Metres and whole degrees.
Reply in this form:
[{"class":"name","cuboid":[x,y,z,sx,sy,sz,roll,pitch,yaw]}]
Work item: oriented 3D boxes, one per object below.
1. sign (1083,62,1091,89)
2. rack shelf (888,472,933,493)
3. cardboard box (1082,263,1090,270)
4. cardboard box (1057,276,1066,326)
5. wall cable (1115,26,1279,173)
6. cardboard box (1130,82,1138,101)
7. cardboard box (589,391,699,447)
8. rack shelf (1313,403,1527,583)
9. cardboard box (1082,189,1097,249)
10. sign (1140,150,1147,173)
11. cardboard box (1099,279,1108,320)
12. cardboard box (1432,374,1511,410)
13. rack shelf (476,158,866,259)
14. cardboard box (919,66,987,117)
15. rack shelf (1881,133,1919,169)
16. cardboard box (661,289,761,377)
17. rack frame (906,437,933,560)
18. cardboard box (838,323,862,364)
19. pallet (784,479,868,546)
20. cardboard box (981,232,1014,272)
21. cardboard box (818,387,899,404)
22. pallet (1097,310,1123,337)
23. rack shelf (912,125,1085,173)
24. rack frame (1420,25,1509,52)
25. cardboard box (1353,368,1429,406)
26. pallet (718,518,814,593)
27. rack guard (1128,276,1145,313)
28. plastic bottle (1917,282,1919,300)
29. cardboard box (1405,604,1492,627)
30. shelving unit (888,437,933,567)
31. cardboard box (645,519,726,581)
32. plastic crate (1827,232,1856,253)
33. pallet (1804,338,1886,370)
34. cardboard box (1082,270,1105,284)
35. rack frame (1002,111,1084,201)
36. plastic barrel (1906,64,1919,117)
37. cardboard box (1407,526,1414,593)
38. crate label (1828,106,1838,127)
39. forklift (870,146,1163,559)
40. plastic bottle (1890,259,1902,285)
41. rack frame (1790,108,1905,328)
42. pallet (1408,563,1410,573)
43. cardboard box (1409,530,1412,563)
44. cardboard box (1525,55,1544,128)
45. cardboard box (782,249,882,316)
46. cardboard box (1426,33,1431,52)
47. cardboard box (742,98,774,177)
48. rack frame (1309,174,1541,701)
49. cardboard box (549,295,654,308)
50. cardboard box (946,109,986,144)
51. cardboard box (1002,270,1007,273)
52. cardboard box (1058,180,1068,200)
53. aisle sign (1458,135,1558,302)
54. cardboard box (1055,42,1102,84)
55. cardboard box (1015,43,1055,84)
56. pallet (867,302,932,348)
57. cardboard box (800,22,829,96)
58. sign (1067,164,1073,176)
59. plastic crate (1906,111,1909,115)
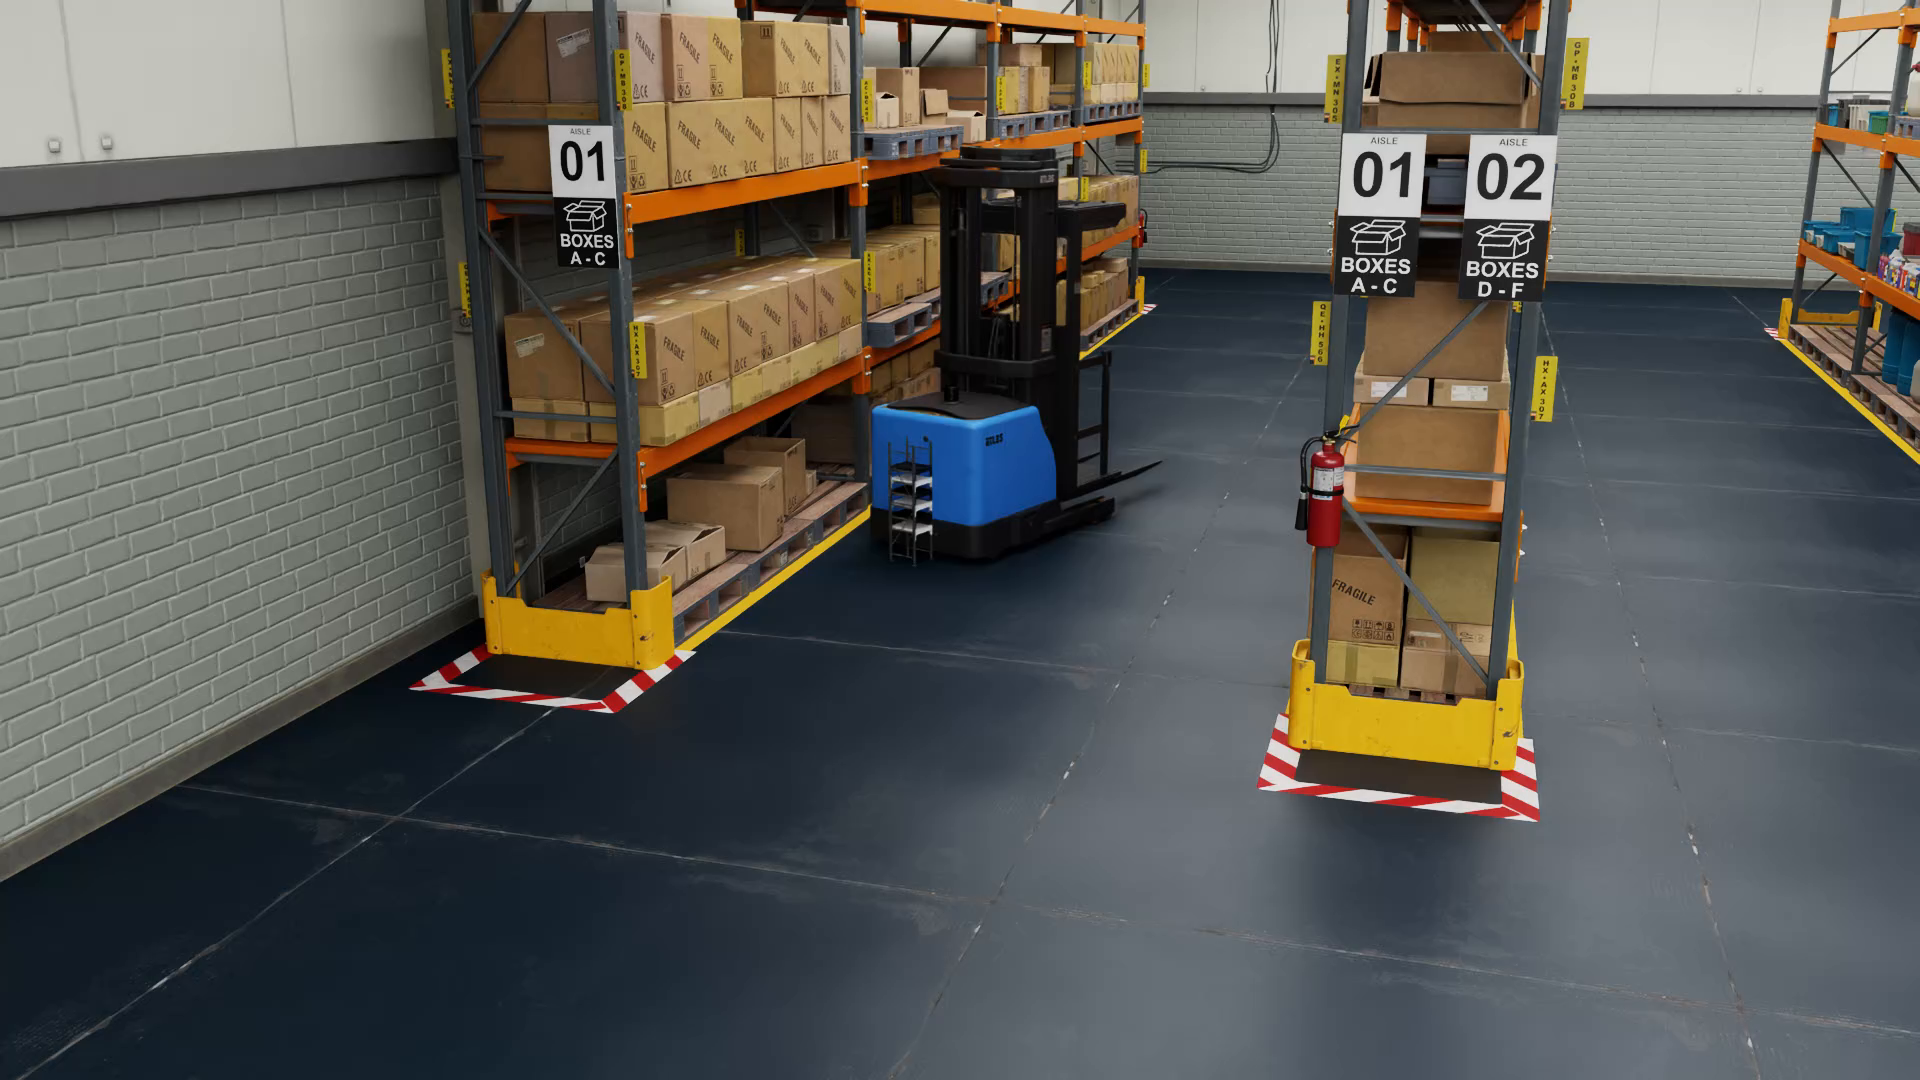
[{"class":"sign","cuboid":[1.548,-5.666,20.287,0.100,0.325,0.005,5,16,16]},{"class":"rack shelf","cuboid":[-0.361,-0.420,12.123,0.258,0.077,0.200,11,19,35]},{"class":"cardboard box","cuboid":[1.616,-3.813,23.398,0.380,0.149,0.250,5,17,17]},{"class":"cardboard box","cuboid":[0.965,-2.850,20.550,0.750,0.750,0.750,5,17,17]},{"class":"wall cable","cuboid":[4.112,-7.753,29.363,3.097,2.526,0.112,5,16,16]},{"class":"cardboard box","cuboid":[2.208,-6.318,23.431,0.500,0.250,0.500,5,17,18]},{"class":"cardboard box","cuboid":[-1.942,-0.763,10.262,0.500,0.250,0.500,4,16,14]},{"class":"rack shelf","cuboid":[2.934,-0.517,10.473,1.077,0.370,4.000,5,16,16]},{"class":"cardboard box","cuboid":[1.195,-4.147,21.404,0.980,0.700,0.700,5,17,17]},{"class":"sign","cuboid":[2.678,-5.534,24.287,0.100,0.325,0.005,5,16,16]},{"class":"cardboard box","cuboid":[1.630,-3.315,22.830,0.700,0.500,0.500,5,17,17]},{"class":"cardboard box","cuboid":[2.683,-0.786,8.731,0.380,0.149,0.250,5,16,15]},{"class":"rack shelf","cuboid":[-1.817,-2.343,11.414,1.077,0.370,4.000,5,16,16]},{"class":"cardboard box","cuboid":[-0.032,-4.648,17.231,0.700,0.500,0.500,3,16,12]},{"class":"rack shelf","cuboid":[9.955,-3.668,16.085,1.077,0.370,4.000,5,16,16]},{"class":"cardboard box","cuboid":[-1.659,-1.386,11.082,0.500,0.500,0.500,4,16,14]},{"class":"rack frame","cuboid":[-0.300,-0.301,12.242,0.240,0.900,0.006,11,19,35]},{"class":"cardboard box","cuboid":[-1.093,-1.559,13.068,0.500,0.250,0.500,5,16,16]},{"class":"pallet","cuboid":[-1.405,-0.249,13.322,1.003,0.211,1.213,5,16,16]},{"class":"cardboard box","cuboid":[0.272,-3.124,17.581,0.500,0.500,0.500,5,17,18]},{"class":"cardboard box","cuboid":[-0.957,-1.111,15.025,0.700,0.500,0.500,4,16,15]},{"class":"pallet","cuboid":[1.661,-3.034,23.139,1.003,0.211,1.213,5,16,16]},{"class":"rack shelf","cuboid":[0.457,-4.436,18.793,1.077,0.370,4.000,5,16,16]},{"class":"rack frame","cuboid":[5.775,-6.365,18.780,1.000,3.000,0.127,5,16,16]},{"class":"cardboard box","cuboid":[2.291,-0.815,8.832,0.380,0.149,0.250,4,16,15]},{"class":"pallet","cuboid":[-1.750,0.071,12.193,1.003,0.211,1.213,5,16,16]},{"class":"rack guard","cuboid":[2.169,-3.713,25.002,1.175,0.500,0.348,5,16,16]},{"class":"plastic bottle","cuboid":[9.508,-2.513,16.405,0.061,0.283,0.133,5,16,16]},{"class":"cardboard box","cuboid":[2.870,0.527,9.744,0.500,0.250,0.500,5,16,16]},{"class":"shelving unit","cuboid":[-0.361,-0.279,12.163,0.258,0.900,0.210,11,19,35]},{"class":"cardboard box","cuboid":[-1.940,0.036,11.327,0.500,0.311,0.500,6,17,20]},{"class":"plastic crate","cuboid":[10.815,-3.627,20.316,0.416,0.233,0.300,5,16,16]},{"class":"pallet","cuboid":[11.040,-2.268,20.439,1.003,0.211,1.213,5,16,16]},{"class":"cardboard box","cuboid":[1.756,-3.574,22.554,0.380,0.149,0.250,4,16,14]},{"class":"rack frame","cuboid":[1.025,-3.862,20.949,1.000,3.000,0.127,5,16,16]},{"class":"plastic barrel","cuboid":[10.134,-4.686,17.339,0.433,0.535,0.433,0,16,0]},{"class":"cardboard box","cuboid":[3.001,0.035,10.106,0.500,0.500,0.500,5,16,16]},{"class":"crate label","cuboid":[11.088,-5.296,20.779,0.408,0.251,0.502,5,16,16]},{"class":"forklift","cuboid":[0.600,-1.614,13.148,1.130,2.935,3.031,11,19,35]},{"class":"plastic bottle","cuboid":[9.864,-2.817,17.499,0.097,0.271,0.097,0,16,0]},{"class":"rack frame","cuboid":[11.660,-4.141,21.930,1.000,3.000,0.127,5,16,16]},{"class":"pallet","cuboid":[3.236,0.160,11.878,1.003,0.211,1.213,5,16,16]},{"class":"cardboard box","cuboid":[2.933,-0.037,11.733,0.500,0.250,0.500,5,16,16]},{"class":"cardboard box","cuboid":[3.099,-2.513,9.488,0.500,0.500,0.500,5,16,16]},{"class":"cardboard box","cuboid":[-1.071,-2.160,13.957,0.700,0.500,0.500,5,16,16]},{"class":"cardboard box","cuboid":[3.855,-3.629,12.761,0.500,0.500,0.500,6,17,21]},{"class":"cardboard box","cuboid":[-1.588,-2.707,11.161,0.500,0.500,0.500,6,17,19]},{"class":"rack frame","cuboid":[2.365,-0.340,8.530,1.000,3.000,0.127,5,16,16]},{"class":"cardboard box","cuboid":[-2.303,-1.292,10.751,0.500,0.500,0.500,5,17,17]},{"class":"cardboard box","cuboid":[-0.058,-4.016,16.122,0.500,0.311,0.500,5,16,16]},{"class":"cardboard box","cuboid":[0.284,-2.838,17.762,0.380,0.149,0.250,5,17,17]},{"class":"cardboard box","cuboid":[0.983,-4.149,19.820,0.500,0.250,0.500,5,17,17]},{"class":"aisle sign","cuboid":[2.640,-1.549,8.031,0.394,0.787,0.004,5,16,16]},{"class":"cardboard box","cuboid":[1.496,-6.009,20.968,0.500,0.500,0.500,4,16,15]},{"class":"cardboard box","cuboid":[1.000,-6.045,21.095,0.500,0.500,0.500,4,16,15]},{"class":"pallet","cuboid":[-0.892,-1.866,14.262,1.003,0.211,1.213,5,16,16]},{"class":"cardboard box","cuboid":[-1.277,-3.454,11.961,0.500,0.500,0.500,6,17,19]},{"class":"sign","cuboid":[1.631,-5.408,24.667,0.100,0.325,0.005,5,16,16]},{"class":"plastic crate","cuboid":[11.654,-5.201,20.562,0.450,0.188,0.336,5,16,16]}]
